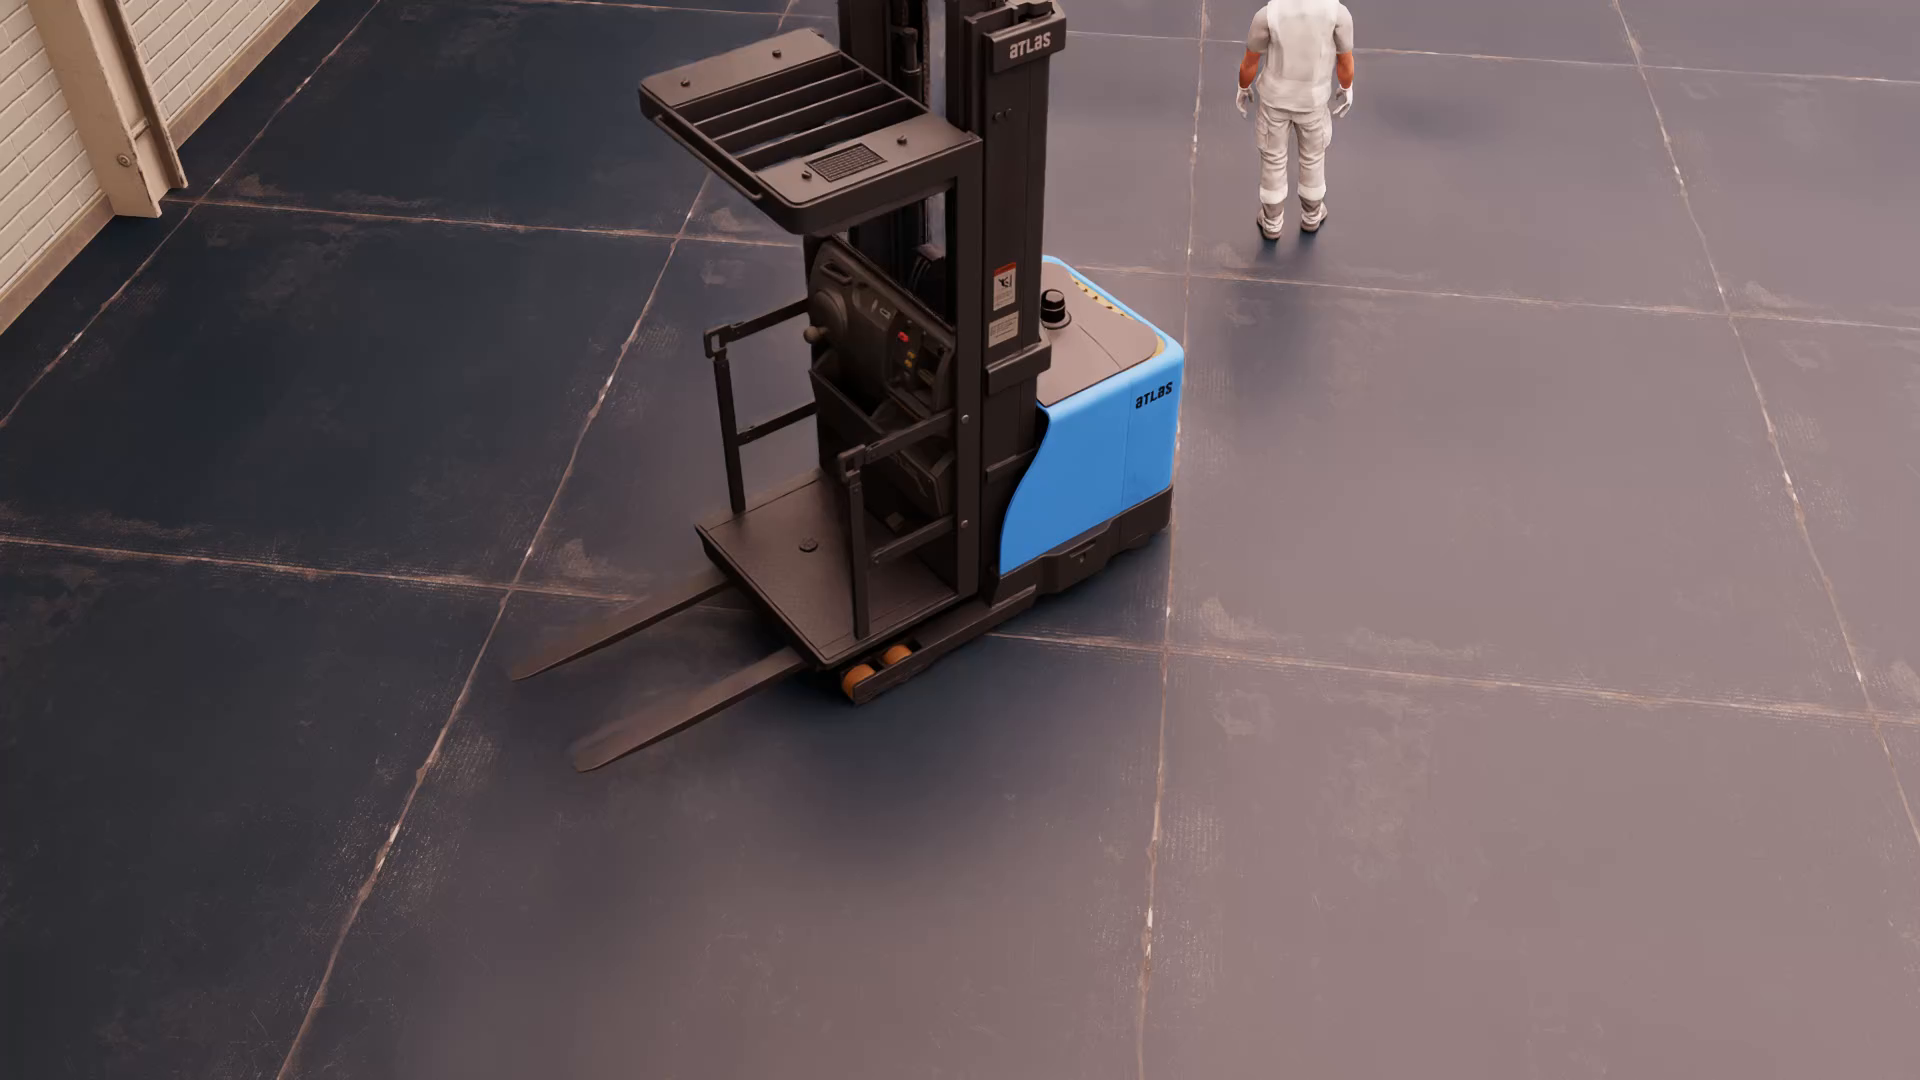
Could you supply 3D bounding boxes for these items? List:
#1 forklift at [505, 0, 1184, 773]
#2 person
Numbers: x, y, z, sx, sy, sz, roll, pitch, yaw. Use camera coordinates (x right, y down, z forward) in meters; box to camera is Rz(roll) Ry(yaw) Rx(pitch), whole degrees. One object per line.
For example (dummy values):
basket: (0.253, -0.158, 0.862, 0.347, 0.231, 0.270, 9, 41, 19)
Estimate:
forklift: (-0.492, -0.790, 6.584, 3.031, 2.935, 1.130, -27, 49, -26)
person: (1.870, -2.512, 9.293, 0.638, 1.787, 0.564, 6, 43, 6)
